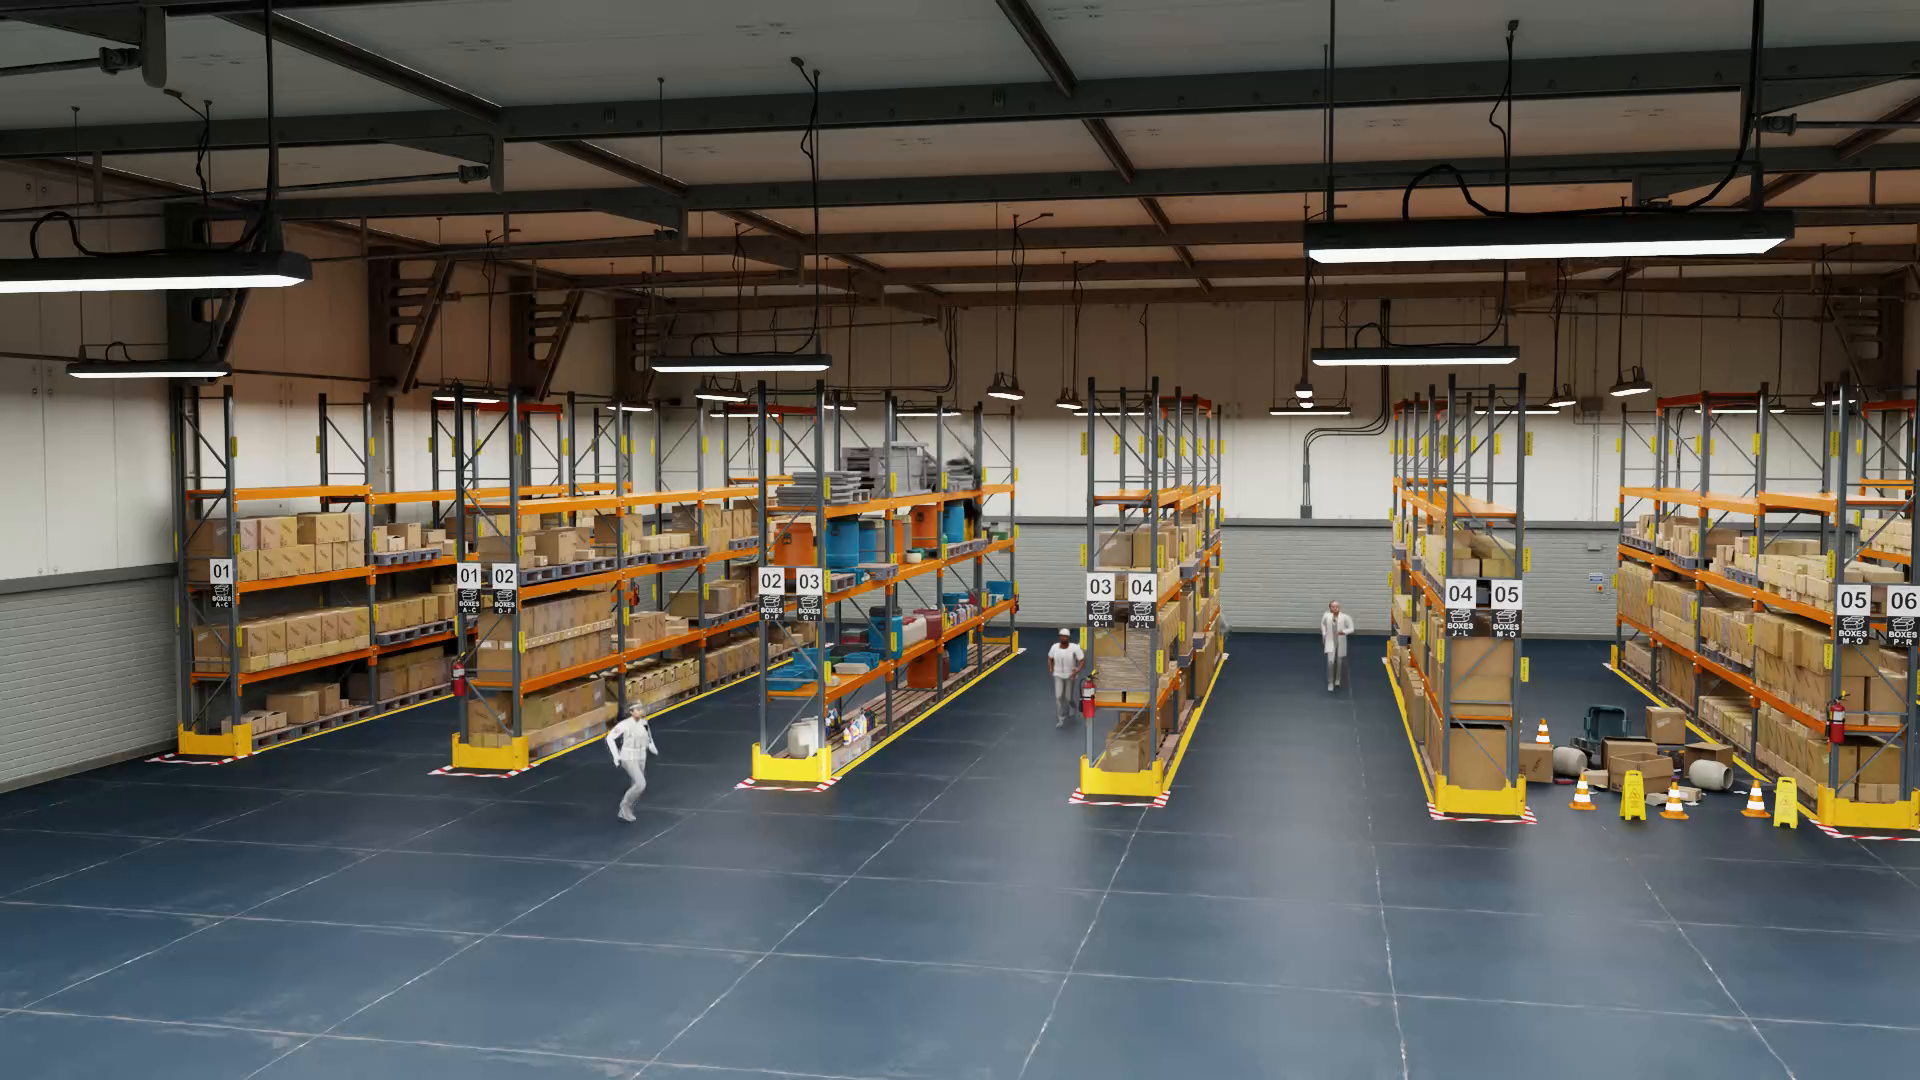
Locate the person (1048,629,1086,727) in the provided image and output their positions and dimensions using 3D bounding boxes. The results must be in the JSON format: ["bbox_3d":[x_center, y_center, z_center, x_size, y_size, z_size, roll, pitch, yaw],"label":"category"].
[{"bbox_3d":[1.910,2.461,30.000,0.717,1.752,0.820,1,3,16],"label":"person"}]

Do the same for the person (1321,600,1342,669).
[{"bbox_3d":[8.255,2.159,36.734,0.555,1.662,0.708,1,3,15],"label":"person"}]

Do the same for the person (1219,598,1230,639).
[{"bbox_3d":[6.265,1.894,40.649,0.614,1.680,0.633,1,3,23],"label":"person"}]

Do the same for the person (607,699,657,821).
[{"bbox_3d":[-4.312,2.923,22.092,0.700,1.647,0.585,2,4,35],"label":"person"}]

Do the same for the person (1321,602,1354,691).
[{"bbox_3d":[7.809,2.194,34.406,0.687,1.850,0.841,1,3,17],"label":"person"}]
